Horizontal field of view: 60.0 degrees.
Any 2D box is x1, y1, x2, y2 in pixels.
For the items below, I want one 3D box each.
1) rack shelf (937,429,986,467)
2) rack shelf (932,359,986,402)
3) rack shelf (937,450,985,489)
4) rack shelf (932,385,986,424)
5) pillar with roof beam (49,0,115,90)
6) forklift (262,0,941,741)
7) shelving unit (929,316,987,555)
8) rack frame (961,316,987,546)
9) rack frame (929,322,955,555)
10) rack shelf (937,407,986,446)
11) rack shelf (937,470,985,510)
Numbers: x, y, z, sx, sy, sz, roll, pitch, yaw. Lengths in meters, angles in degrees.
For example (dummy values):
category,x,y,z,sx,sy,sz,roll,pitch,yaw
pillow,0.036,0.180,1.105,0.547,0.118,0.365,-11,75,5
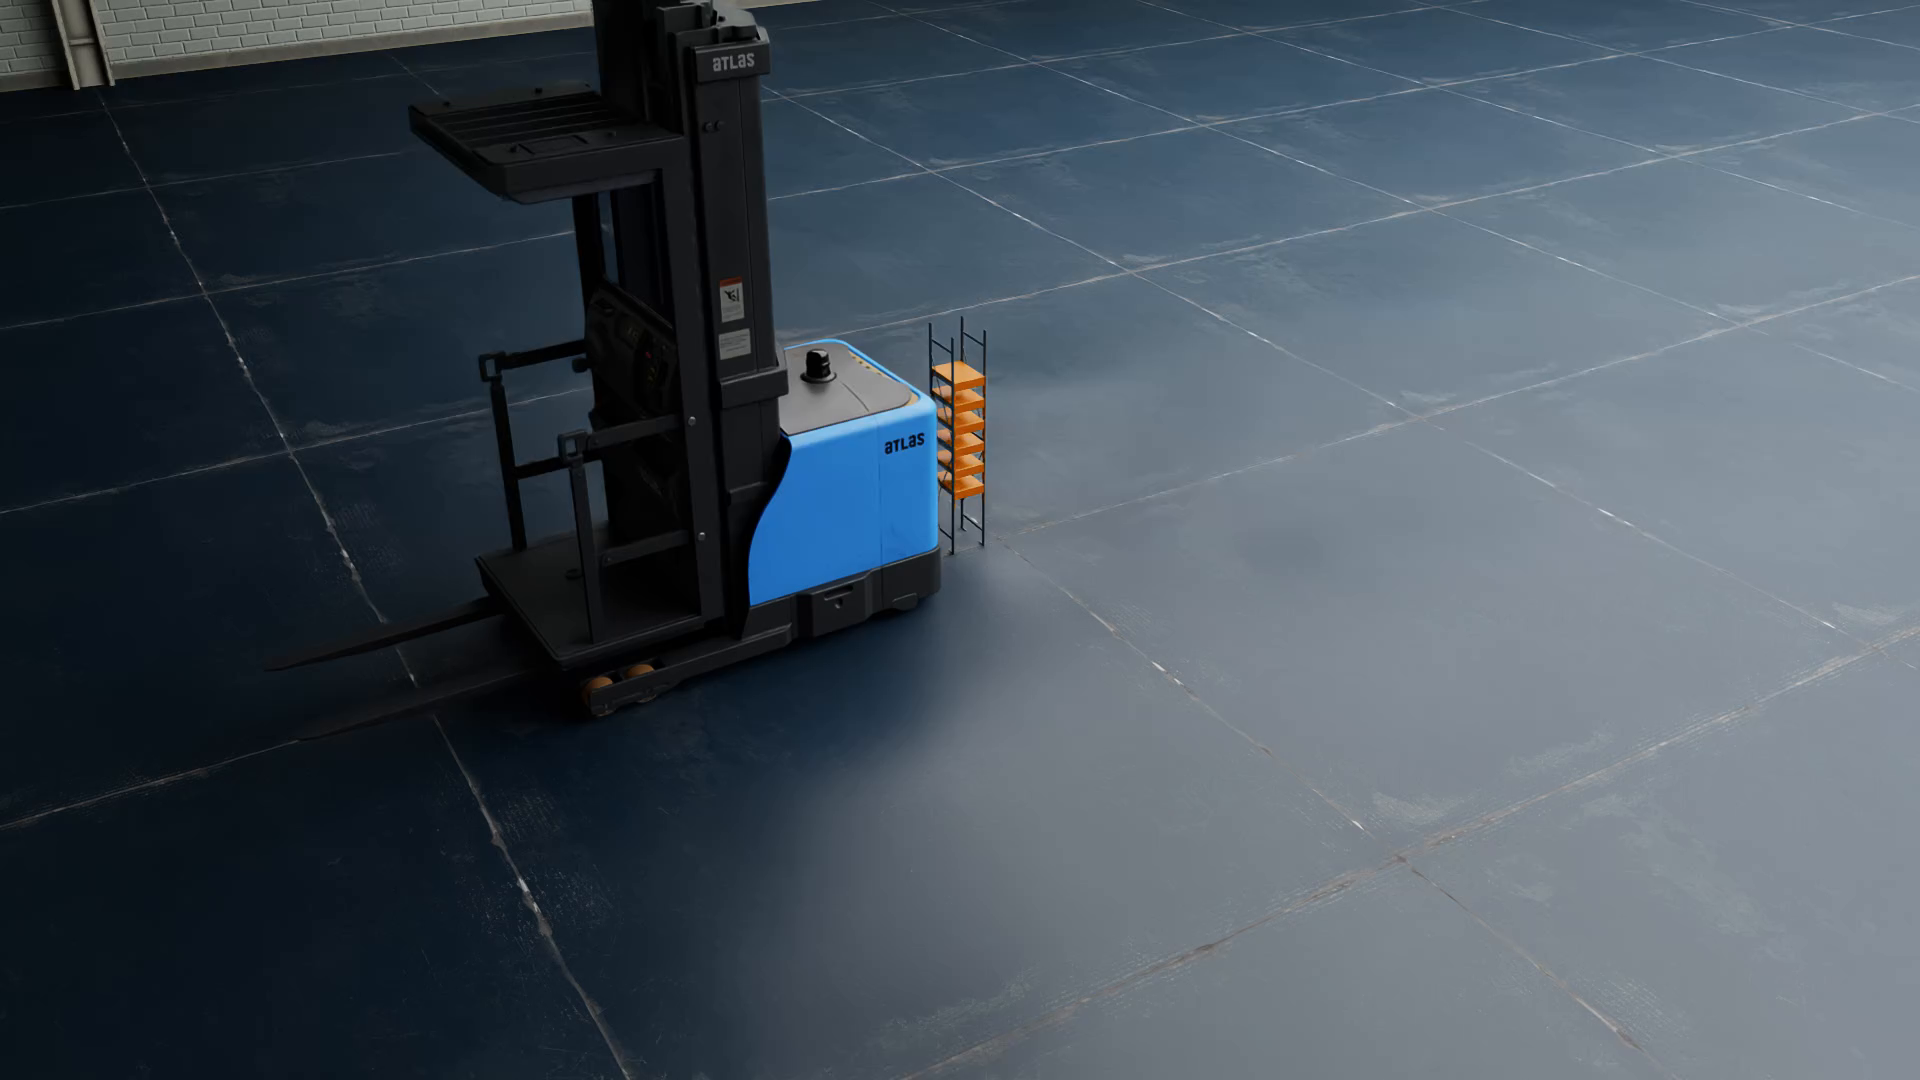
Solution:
category,x,y,z,sx,sy,sz,roll,pitch,yaw
rack shelf,-0.012,-0.483,8.475,0.180,0.103,0.258,-16,33,-26
rack shelf,-0.012,-0.798,8.301,0.180,0.103,0.258,-16,33,-26
rack shelf,-0.012,-0.378,8.533,0.180,0.103,0.258,-16,33,-26
rack shelf,-0.012,-0.693,8.359,0.180,0.103,0.258,-16,33,-26
pillar with roof beam,-6.879,-6.907,11.952,0.400,9.000,9.100,-16,33,-26
forklift,-1.611,-0.799,7.164,3.031,2.935,1.130,-17,33,-28
shelving unit,-0.012,-0.522,8.454,0.189,1.200,0.258,-16,33,-26
rack frame,0.066,-0.544,8.494,0.006,1.200,0.240,-16,33,-26
rack frame,-0.091,-0.499,8.413,0.006,1.200,0.240,-16,33,-26
rack shelf,-0.012,-0.588,8.417,0.180,0.103,0.258,-16,33,-26
rack shelf,-0.012,-0.273,8.591,0.180,0.103,0.258,-16,33,-26
